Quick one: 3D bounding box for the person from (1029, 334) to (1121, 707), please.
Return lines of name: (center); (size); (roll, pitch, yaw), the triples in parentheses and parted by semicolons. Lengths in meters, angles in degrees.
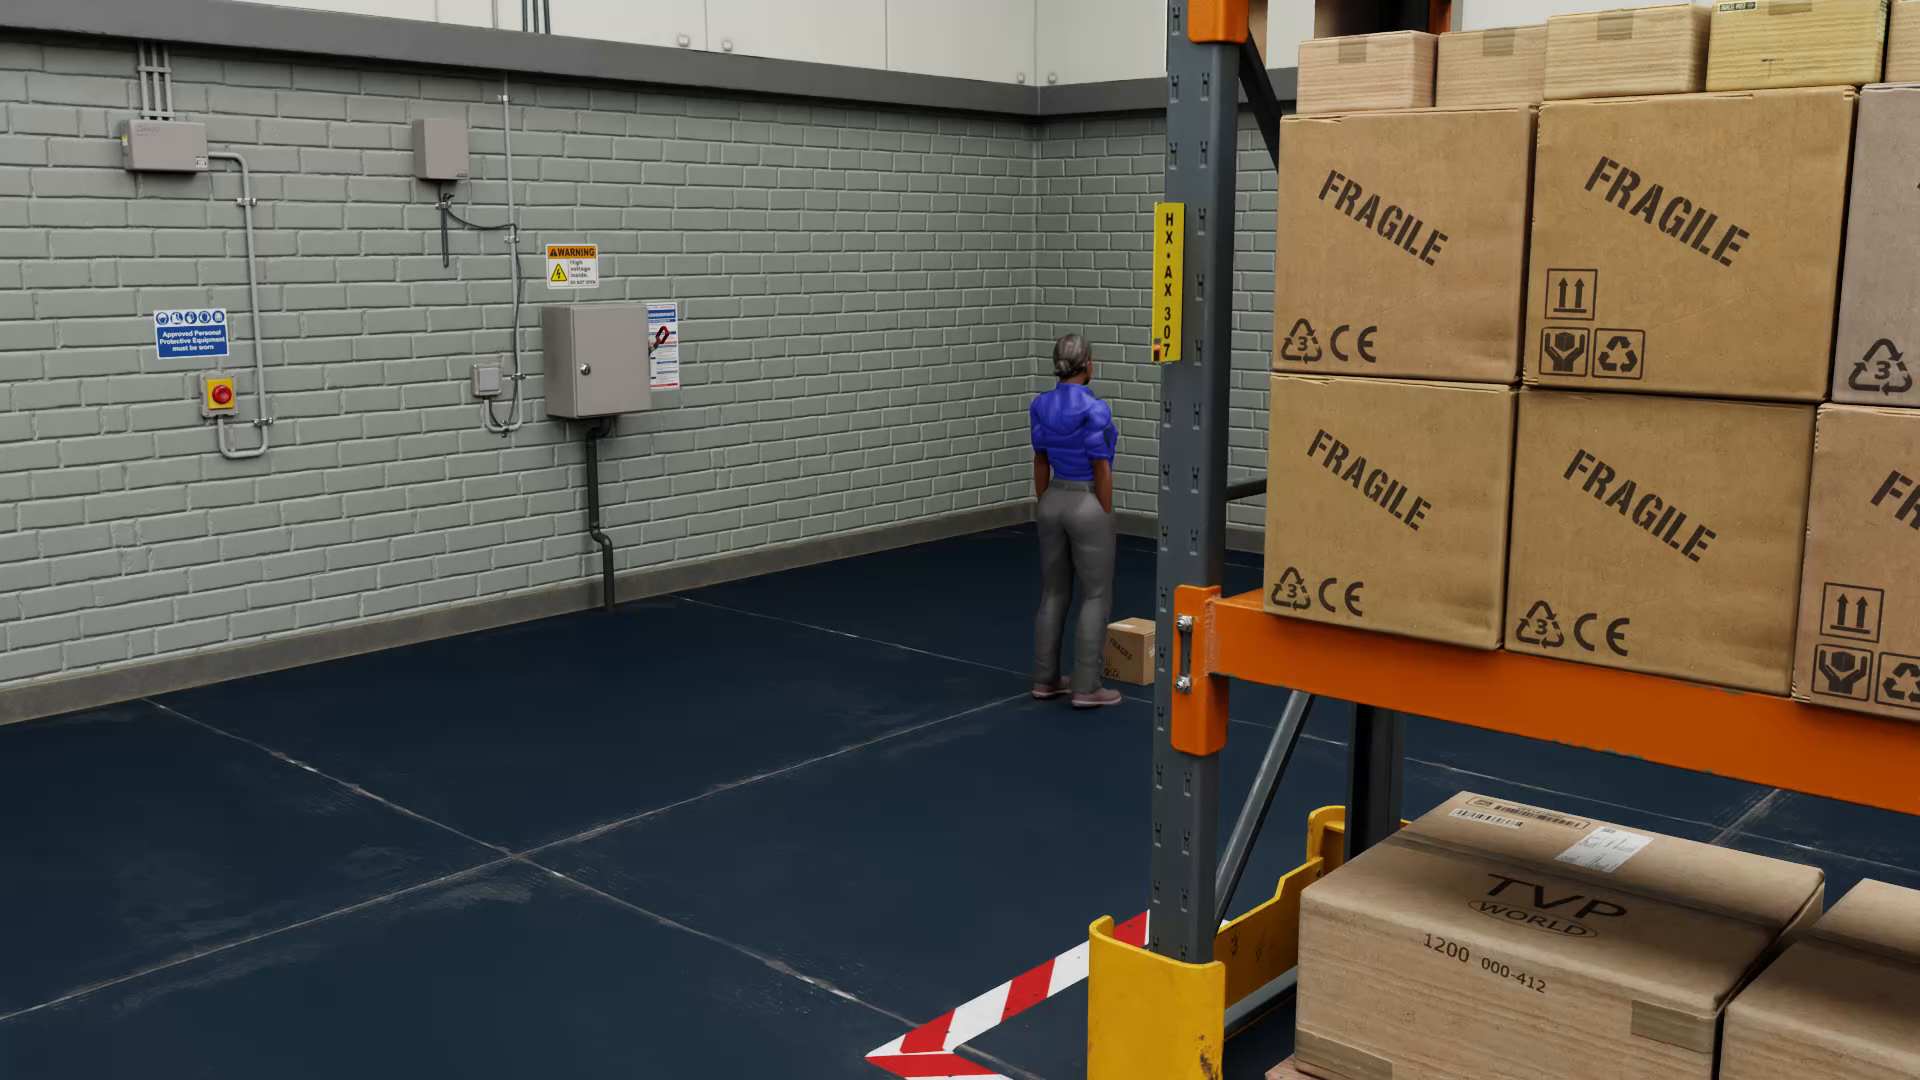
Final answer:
person: (0.508, -0.089, 7.450); (0.436, 1.664, 0.300); (9, 14, 42)
